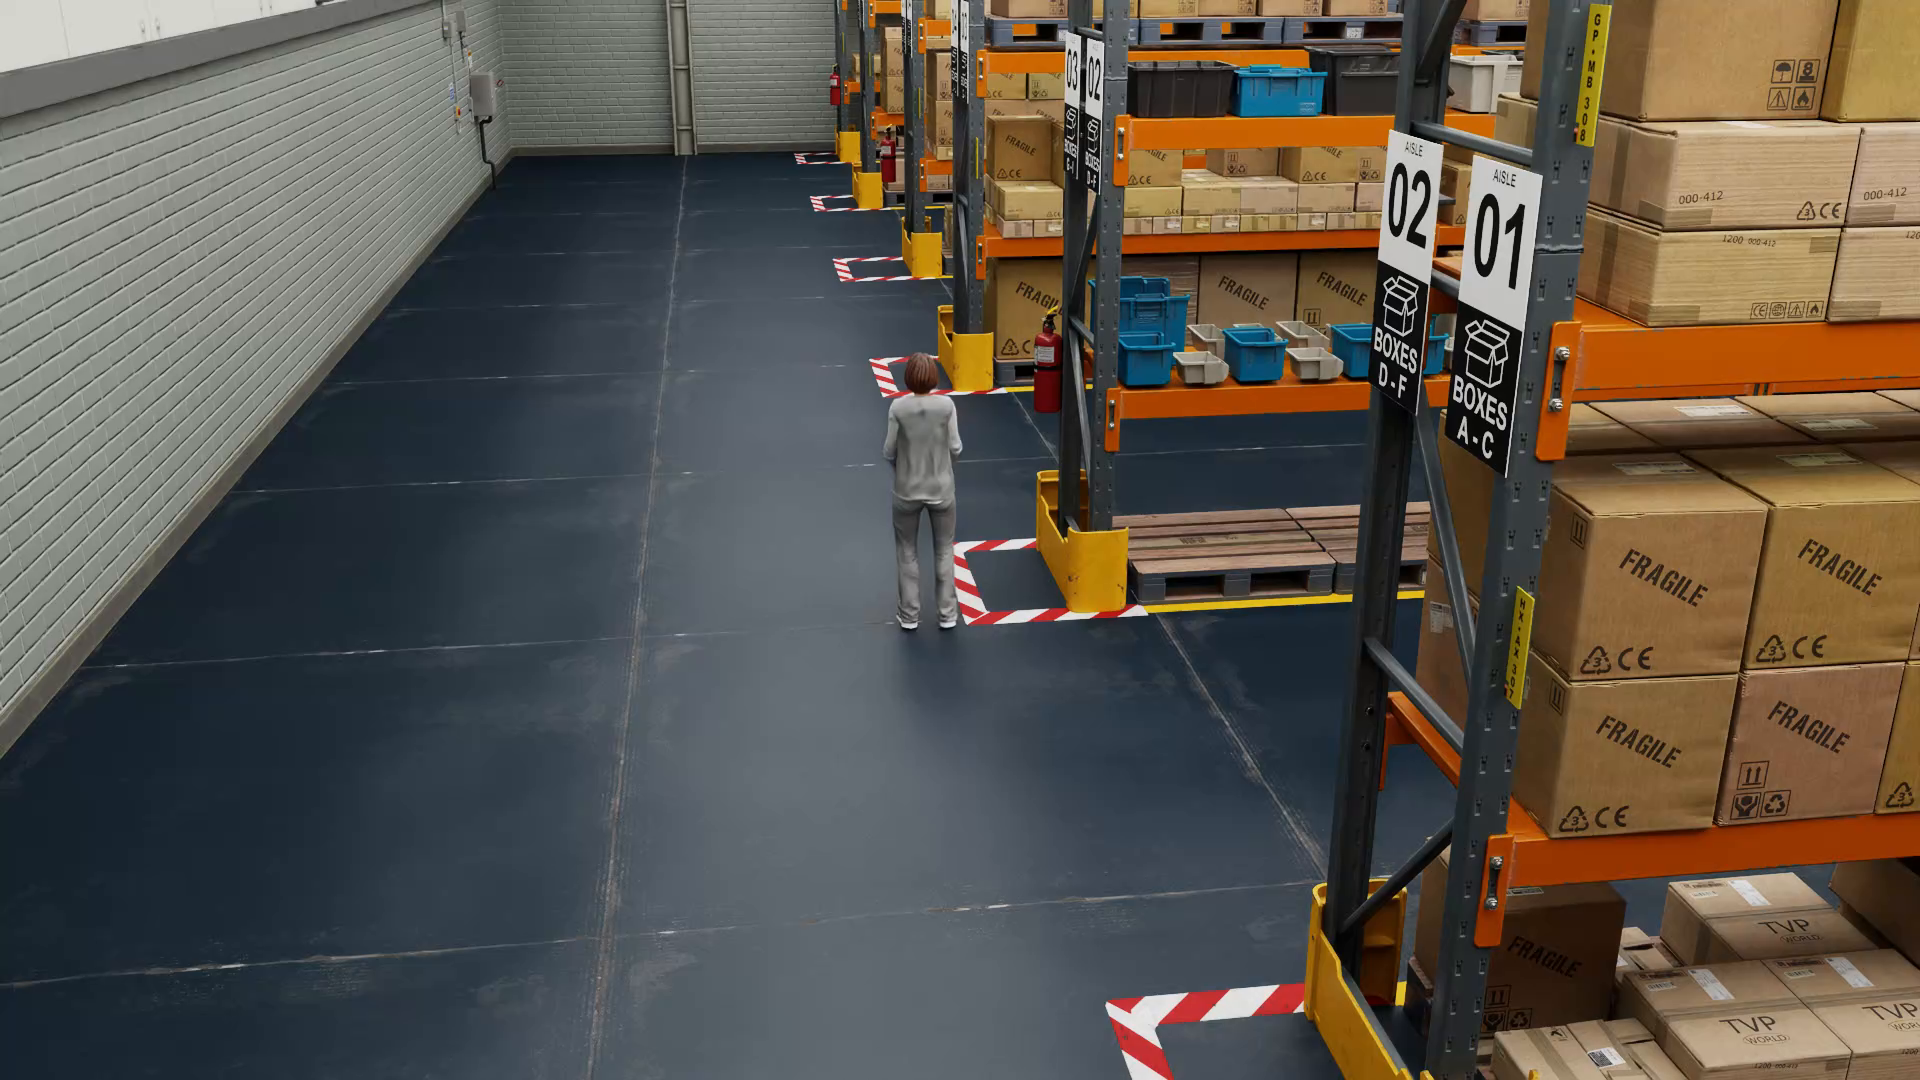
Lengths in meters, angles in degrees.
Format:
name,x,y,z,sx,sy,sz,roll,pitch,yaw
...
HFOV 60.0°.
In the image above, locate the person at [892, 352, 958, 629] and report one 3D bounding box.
name,x,y,z,sx,sy,sz,roll,pitch,yaw
person,-0.206,-0.293,9.366,0.414,1.603,0.423,-2,20,-4
